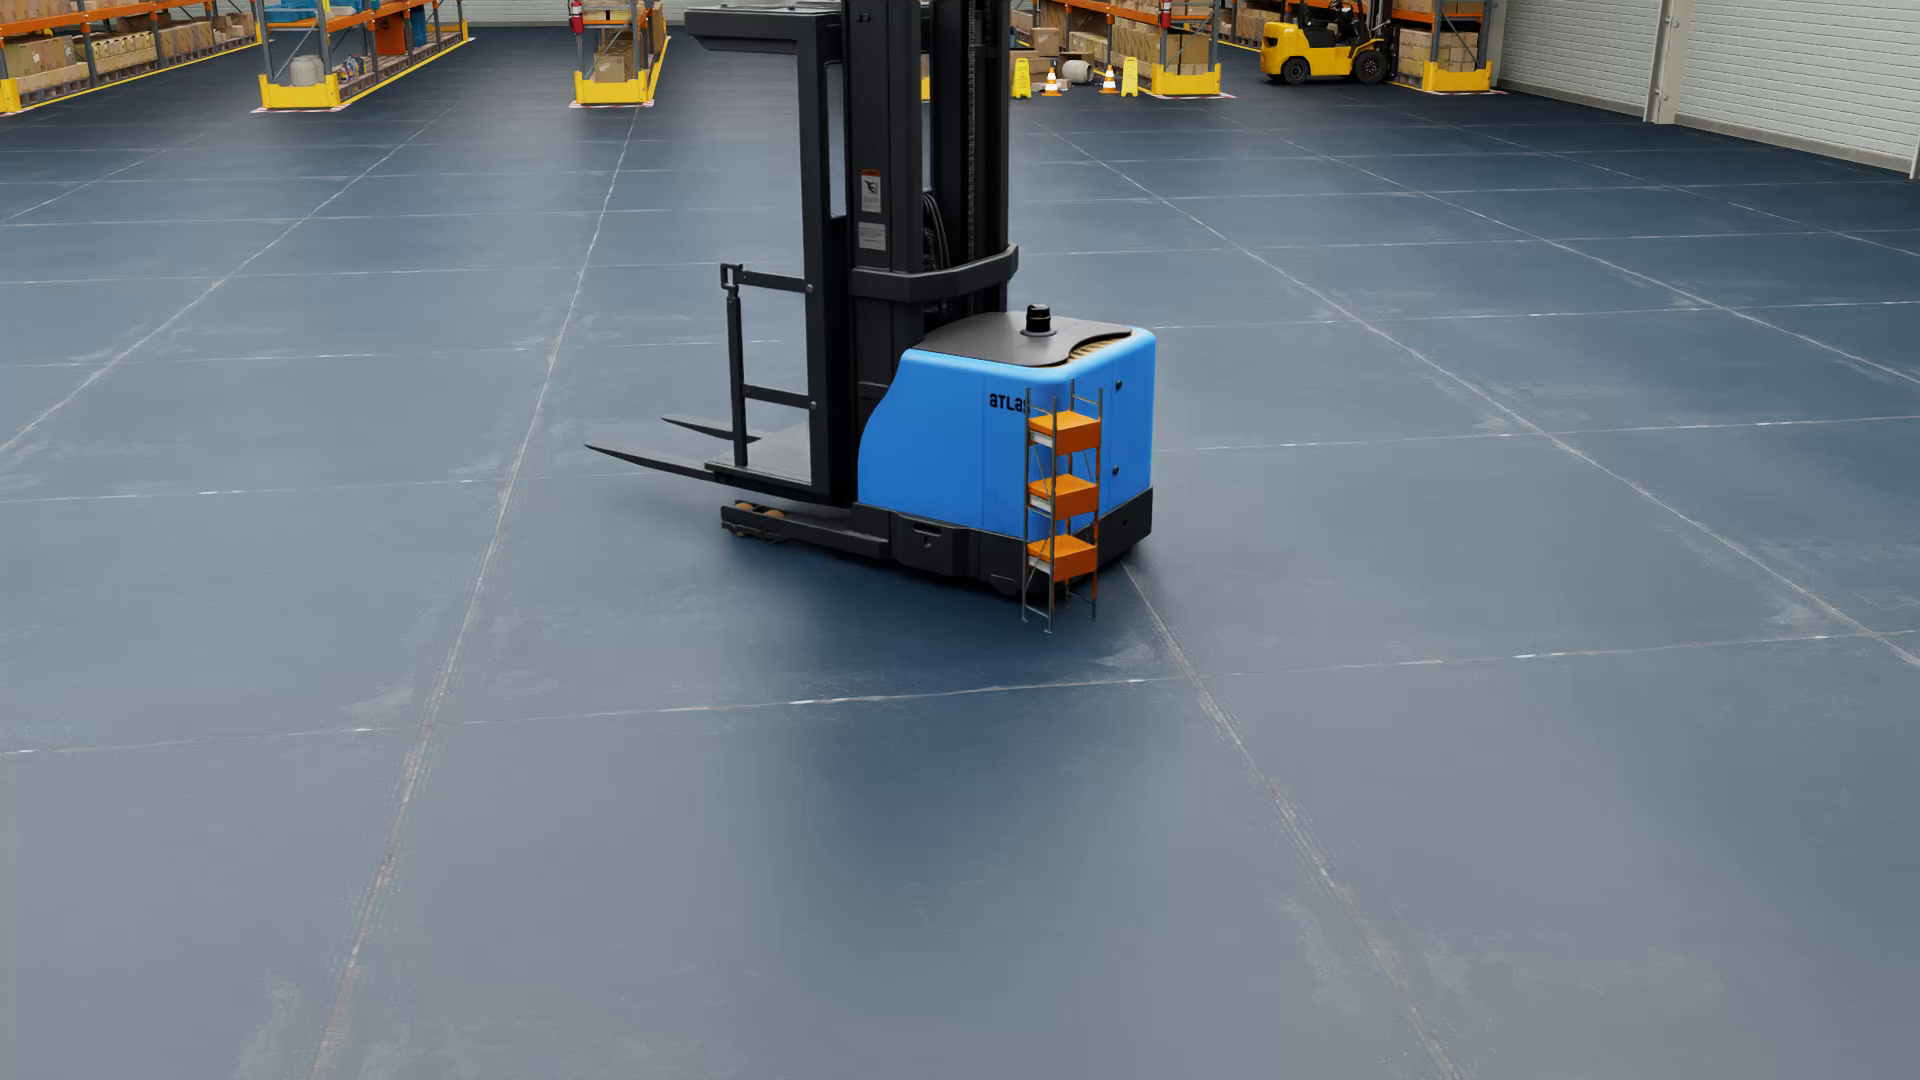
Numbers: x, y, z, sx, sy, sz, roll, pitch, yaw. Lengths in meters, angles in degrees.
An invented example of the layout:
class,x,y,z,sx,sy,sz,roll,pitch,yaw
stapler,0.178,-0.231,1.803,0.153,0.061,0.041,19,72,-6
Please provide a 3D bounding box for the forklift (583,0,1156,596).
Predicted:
class,x,y,z,sx,sy,sz,roll,pitch,yaw
forklift,-0.582,-1.494,8.028,3.031,2.935,1.130,13,24,31

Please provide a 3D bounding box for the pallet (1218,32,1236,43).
class,x,y,z,sx,sy,sz,roll,pitch,yaw
pallet,7.064,-12.582,41.601,1.003,0.211,1.213,-3,21,-8

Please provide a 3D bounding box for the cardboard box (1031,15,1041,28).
class,x,y,z,sx,sy,sz,roll,pitch,yaw
cardboard box,2.266,-12.618,40.774,0.875,0.438,0.875,-3,21,-9

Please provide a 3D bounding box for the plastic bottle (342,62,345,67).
class,x,y,z,sx,sy,sz,roll,pitch,yaw
plastic bottle,-10.938,-8.364,29.576,0.061,0.283,0.133,-3,21,-8

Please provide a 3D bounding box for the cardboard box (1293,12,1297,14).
class,x,y,z,sx,sy,sz,roll,pitch,yaw
cardboard box,7.897,-12.065,38.278,0.380,0.149,0.250,-4,21,-10

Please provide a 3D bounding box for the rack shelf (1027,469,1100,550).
class,x,y,z,sx,sy,sz,roll,pitch,yaw
rack shelf,0.433,-0.131,7.097,0.240,0.259,0.215,-14,25,-34

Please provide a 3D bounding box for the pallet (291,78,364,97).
class,x,y,z,sx,sy,sz,roll,pitch,yaw
pallet,-11.069,-7.915,29.106,1.003,0.211,1.213,-3,21,-8

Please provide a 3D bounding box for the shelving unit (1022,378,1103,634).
class,x,y,z,sx,sy,sz,roll,pitch,yaw
shelving unit,0.433,-0.141,7.093,0.252,1.050,0.215,-14,25,-34

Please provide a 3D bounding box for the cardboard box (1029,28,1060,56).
class,x,y,z,sx,sy,sz,roll,pitch,yaw
cardboard box,1.646,-9.712,32.423,0.500,0.500,0.500,-3,21,-8

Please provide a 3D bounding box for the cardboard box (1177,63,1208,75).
class,x,y,z,sx,sy,sz,roll,pitch,yaw
cardboard box,4.138,-8.446,29.871,0.500,0.250,0.500,-3,21,-8

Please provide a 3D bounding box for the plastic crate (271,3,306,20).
class,x,y,z,sx,sy,sz,roll,pitch,yaw
plastic crate,-11.184,-8.808,27.724,0.499,0.251,0.408,-3,21,-8

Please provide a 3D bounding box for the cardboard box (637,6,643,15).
class,x,y,z,sx,sy,sz,roll,pitch,yaw
cardboard box,-5.752,-9.261,29.084,0.380,0.149,0.250,-3,21,-8

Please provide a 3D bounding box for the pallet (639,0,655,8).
class,x,y,z,sx,sy,sz,roll,pitch,yaw
pallet,-6.369,-10.311,31.810,1.003,0.211,1.213,-3,21,-8

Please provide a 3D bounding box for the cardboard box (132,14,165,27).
class,x,y,z,sx,sy,sz,roll,pitch,yaw
cardboard box,-17.314,-11.087,35.486,0.500,0.250,0.500,-3,21,-9

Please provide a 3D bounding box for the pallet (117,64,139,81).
class,x,y,z,sx,sy,sz,roll,pitch,yaw
pallet,-16.530,-9.001,32.013,1.003,0.211,1.213,-3,21,-8

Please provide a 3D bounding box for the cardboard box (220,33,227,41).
class,x,y,z,sx,sy,sz,roll,pitch,yaw
cardboard box,-17.341,-11.734,38.768,0.380,0.166,0.250,-3,21,-8

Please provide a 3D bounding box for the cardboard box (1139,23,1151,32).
class,x,y,z,sx,sy,sz,roll,pitch,yaw
cardboard box,3.454,-9.283,30.114,0.380,0.149,0.250,-3,21,-7

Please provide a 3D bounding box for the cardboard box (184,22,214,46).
class,x,y,z,sx,sy,sz,roll,pitch,yaw
cardboard box,-17.005,-11.279,37.072,0.500,0.500,0.500,-3,21,-8

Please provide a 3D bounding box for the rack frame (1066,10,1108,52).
class,x,y,z,sx,sy,sz,roll,pitch,yaw
rack frame,2.827,-12.014,36.095,1.000,3.000,0.127,-3,21,-8

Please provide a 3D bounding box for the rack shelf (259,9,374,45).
class,x,y,z,sx,sy,sz,roll,pitch,yaw
rack shelf,-11.016,-8.850,28.651,1.077,0.370,4.000,-3,21,-8

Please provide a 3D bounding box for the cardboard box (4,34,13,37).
class,x,y,z,sx,sy,sz,roll,pitch,yaw
cardboard box,-22.408,-11.791,38.471,0.700,0.500,0.500,-2,21,-6

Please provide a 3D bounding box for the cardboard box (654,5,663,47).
class,x,y,z,sx,sy,sz,roll,pitch,yaw
cardboard box,-7.179,-11.264,36.525,1.225,0.875,0.875,-3,21,-8

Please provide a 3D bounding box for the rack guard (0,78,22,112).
class,x,y,z,sx,sy,sz,roll,pitch,yaw
rack guard,-15.626,-7.066,26.421,1.175,0.500,0.348,-3,21,-8

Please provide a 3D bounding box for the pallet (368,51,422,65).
class,x,y,z,sx,sy,sz,roll,pitch,yaw
pallet,-12.036,-10.229,35.301,1.003,0.211,1.213,-3,21,-8

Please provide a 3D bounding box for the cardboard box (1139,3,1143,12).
class,x,y,z,sx,sy,sz,roll,pitch,yaw
cardboard box,3.461,-9.684,30.217,0.380,0.149,0.250,-3,21,-8

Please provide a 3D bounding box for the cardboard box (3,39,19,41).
class,x,y,z,sx,sy,sz,roll,pitch,yaw
cardboard box,-16.231,-8.195,28.128,0.500,0.500,0.500,-3,21,-8

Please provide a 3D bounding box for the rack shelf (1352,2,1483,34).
class,x,y,z,sx,sy,sz,roll,pitch,yaw
rack shelf,8.603,-9.851,31.332,1.077,0.370,4.000,-3,21,-8

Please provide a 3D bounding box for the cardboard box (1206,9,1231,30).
class,x,y,z,sx,sy,sz,roll,pitch,yaw
cardboard box,6.641,-13.358,42.667,0.500,0.500,0.500,-3,21,-7

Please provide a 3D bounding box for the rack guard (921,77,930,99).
class,x,y,z,sx,sy,sz,roll,pitch,yaw
rack guard,-0.900,-7.780,28.332,1.175,0.500,0.348,-3,21,-8

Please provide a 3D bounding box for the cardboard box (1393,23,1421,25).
class,x,y,z,sx,sy,sz,roll,pitch,yaw
cardboard box,8.665,-9.922,32.395,0.500,0.250,0.500,-3,21,-9

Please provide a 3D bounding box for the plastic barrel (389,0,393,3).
class,x,y,z,sx,sy,sz,roll,pitch,yaw
plastic barrel,-11.521,-10.971,33.143,0.421,0.512,0.421,0,20,0

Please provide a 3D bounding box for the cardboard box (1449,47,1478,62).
class,x,y,z,sx,sy,sz,roll,pitch,yaw
cardboard box,9.029,-8.812,30.136,0.500,0.250,0.500,-3,21,-7

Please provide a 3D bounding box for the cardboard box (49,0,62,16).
class,x,y,z,sx,sy,sz,roll,pitch,yaw
cardboard box,-16.054,-9.342,28.798,0.700,0.500,0.500,-3,21,-8

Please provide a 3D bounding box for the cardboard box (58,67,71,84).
class,x,y,z,sx,sy,sz,roll,pitch,yaw
cardboard box,-15.774,-8.044,28.795,0.500,0.250,0.500,-3,21,-8

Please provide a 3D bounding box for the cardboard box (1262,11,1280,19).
class,x,y,z,sx,sy,sz,roll,pitch,yaw
cardboard box,7.253,-12.214,38.675,0.380,0.149,0.250,-4,21,-10

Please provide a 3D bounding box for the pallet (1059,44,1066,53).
class,x,y,z,sx,sy,sz,roll,pitch,yaw
pallet,2.788,-10.984,37.324,1.003,0.211,1.213,-3,21,-8

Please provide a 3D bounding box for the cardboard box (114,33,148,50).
class,x,y,z,sx,sy,sz,roll,pitch,yaw
cardboard box,-16.382,-9.838,32.798,0.500,0.311,0.500,-3,21,-9

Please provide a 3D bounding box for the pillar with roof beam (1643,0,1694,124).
class,x,y,z,sx,sy,sz,roll,pitch,yaw
pillar with roof beam,6.288,-10.298,22.926,9.100,9.000,0.400,-3,21,-8

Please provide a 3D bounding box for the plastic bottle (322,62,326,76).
class,x,y,z,sx,sy,sz,roll,pitch,yaw
plastic bottle,-11.458,-8.463,29.858,0.097,0.271,0.097,0,20,0

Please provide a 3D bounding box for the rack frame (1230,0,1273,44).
class,x,y,z,sx,sy,sz,roll,pitch,yaw
rack frame,7.162,-13.650,40.476,1.000,3.000,0.127,-3,21,-8

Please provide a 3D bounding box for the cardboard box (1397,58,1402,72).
class,x,y,z,sx,sy,sz,roll,pitch,yaw
cardboard box,8.386,-8.897,31.080,0.500,0.250,0.500,-3,21,-7

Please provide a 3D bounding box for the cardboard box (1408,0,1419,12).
class,x,y,z,sx,sy,sz,roll,pitch,yaw
cardboard box,8.495,-9.880,30.238,0.500,0.500,0.500,-2,21,-6

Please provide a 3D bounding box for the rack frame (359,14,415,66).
class,x,y,z,sx,sy,sz,roll,pitch,yaw
rack frame,-11.881,-11.264,34.088,1.000,3.000,0.127,-3,21,-8

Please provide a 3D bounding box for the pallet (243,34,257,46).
class,x,y,z,sx,sy,sz,roll,pitch,yaw
pallet,-17.809,-12.177,40.517,1.003,0.211,1.213,-3,21,-8

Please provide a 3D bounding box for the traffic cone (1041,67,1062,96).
class,x,y,z,sx,sy,sz,roll,pitch,yaw
traffic cone,1.592,-7.966,28.882,0.336,0.463,0.334,-3,21,-8

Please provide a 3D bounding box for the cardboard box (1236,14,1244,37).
class,x,y,z,sx,sy,sz,roll,pitch,yaw
cardboard box,7.009,-12.497,40.362,0.500,0.500,0.500,-2,21,-5

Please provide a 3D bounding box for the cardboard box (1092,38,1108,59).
class,x,y,z,sx,sy,sz,roll,pitch,yaw
cardboard box,3.218,-10.025,33.925,0.950,0.372,0.625,-2,21,-4

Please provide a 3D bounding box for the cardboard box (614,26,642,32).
class,x,y,z,sx,sy,sz,roll,pitch,yaw
cardboard box,-6.767,-10.487,33.878,0.500,0.250,0.500,-1,20,-2

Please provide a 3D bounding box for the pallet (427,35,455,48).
class,x,y,z,sx,sy,sz,roll,pitch,yaw
pallet,-12.781,-12.019,40.093,1.003,0.211,1.213,-3,21,-8

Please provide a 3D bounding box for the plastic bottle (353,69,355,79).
class,x,y,z,sx,sy,sz,roll,pitch,yaw
plastic bottle,-10.788,-8.292,29.500,0.097,0.201,0.097,0,20,0

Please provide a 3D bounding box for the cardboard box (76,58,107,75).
class,x,y,z,sx,sy,sz,roll,pitch,yaw
cardboard box,-16.019,-8.691,30.529,0.500,0.250,0.500,-3,21,-9

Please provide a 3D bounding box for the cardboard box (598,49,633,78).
class,x,y,z,sx,sy,sz,roll,pitch,yaw
cardboard box,-6.091,-8.410,29.418,0.500,0.500,0.500,-1,21,-3

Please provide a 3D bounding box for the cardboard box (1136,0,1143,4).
class,x,y,z,sx,sy,sz,roll,pitch,yaw
cardboard box,3.493,-9.951,30.004,0.500,0.500,0.500,-3,21,-8

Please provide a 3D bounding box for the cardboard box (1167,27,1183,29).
class,x,y,z,sx,sy,sz,roll,pitch,yaw
cardboard box,3.904,-9.345,31.207,0.500,0.500,0.500,-2,21,-5

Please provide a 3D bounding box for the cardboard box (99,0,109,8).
class,x,y,z,sx,sy,sz,roll,pitch,yaw
cardboard box,-16.449,-10.300,31.363,0.500,0.500,0.500,-3,21,-8
